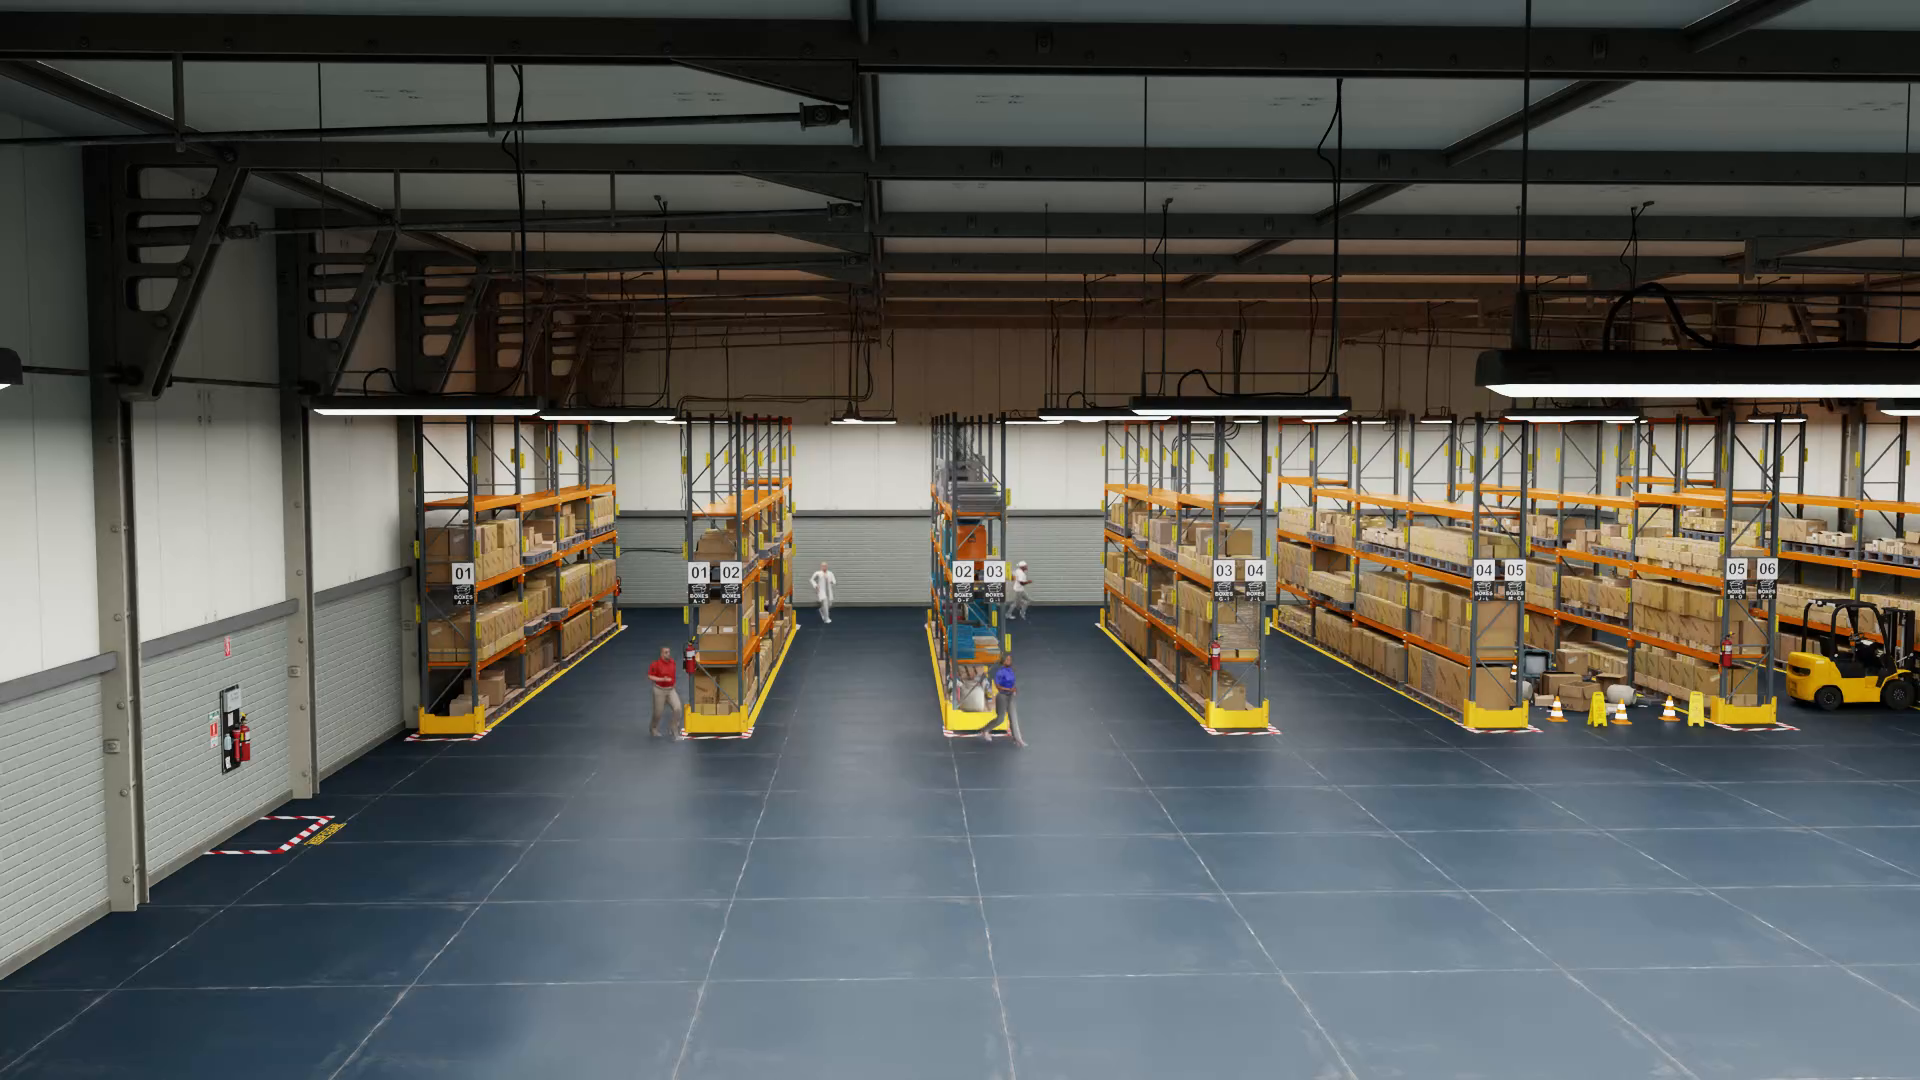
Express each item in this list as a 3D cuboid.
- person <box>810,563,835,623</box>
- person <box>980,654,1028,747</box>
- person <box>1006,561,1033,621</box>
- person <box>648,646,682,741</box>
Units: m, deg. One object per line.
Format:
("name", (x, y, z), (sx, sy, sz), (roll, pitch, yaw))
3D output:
("person", (-3.971, 1.533, 48.614), (0.718, 1.753, 0.984), (-2, 4, -30))
("person", (0.796, 2.856, 29.741), (0.941, 1.654, 0.594), (2, 5, 32))
("person", (1.758, 1.506, 49.119), (0.815, 1.763, 0.732), (0, 4, 5))
("person", (-5.419, 2.817, 30.417), (0.673, 1.770, 0.837), (-3, 5, -40))
